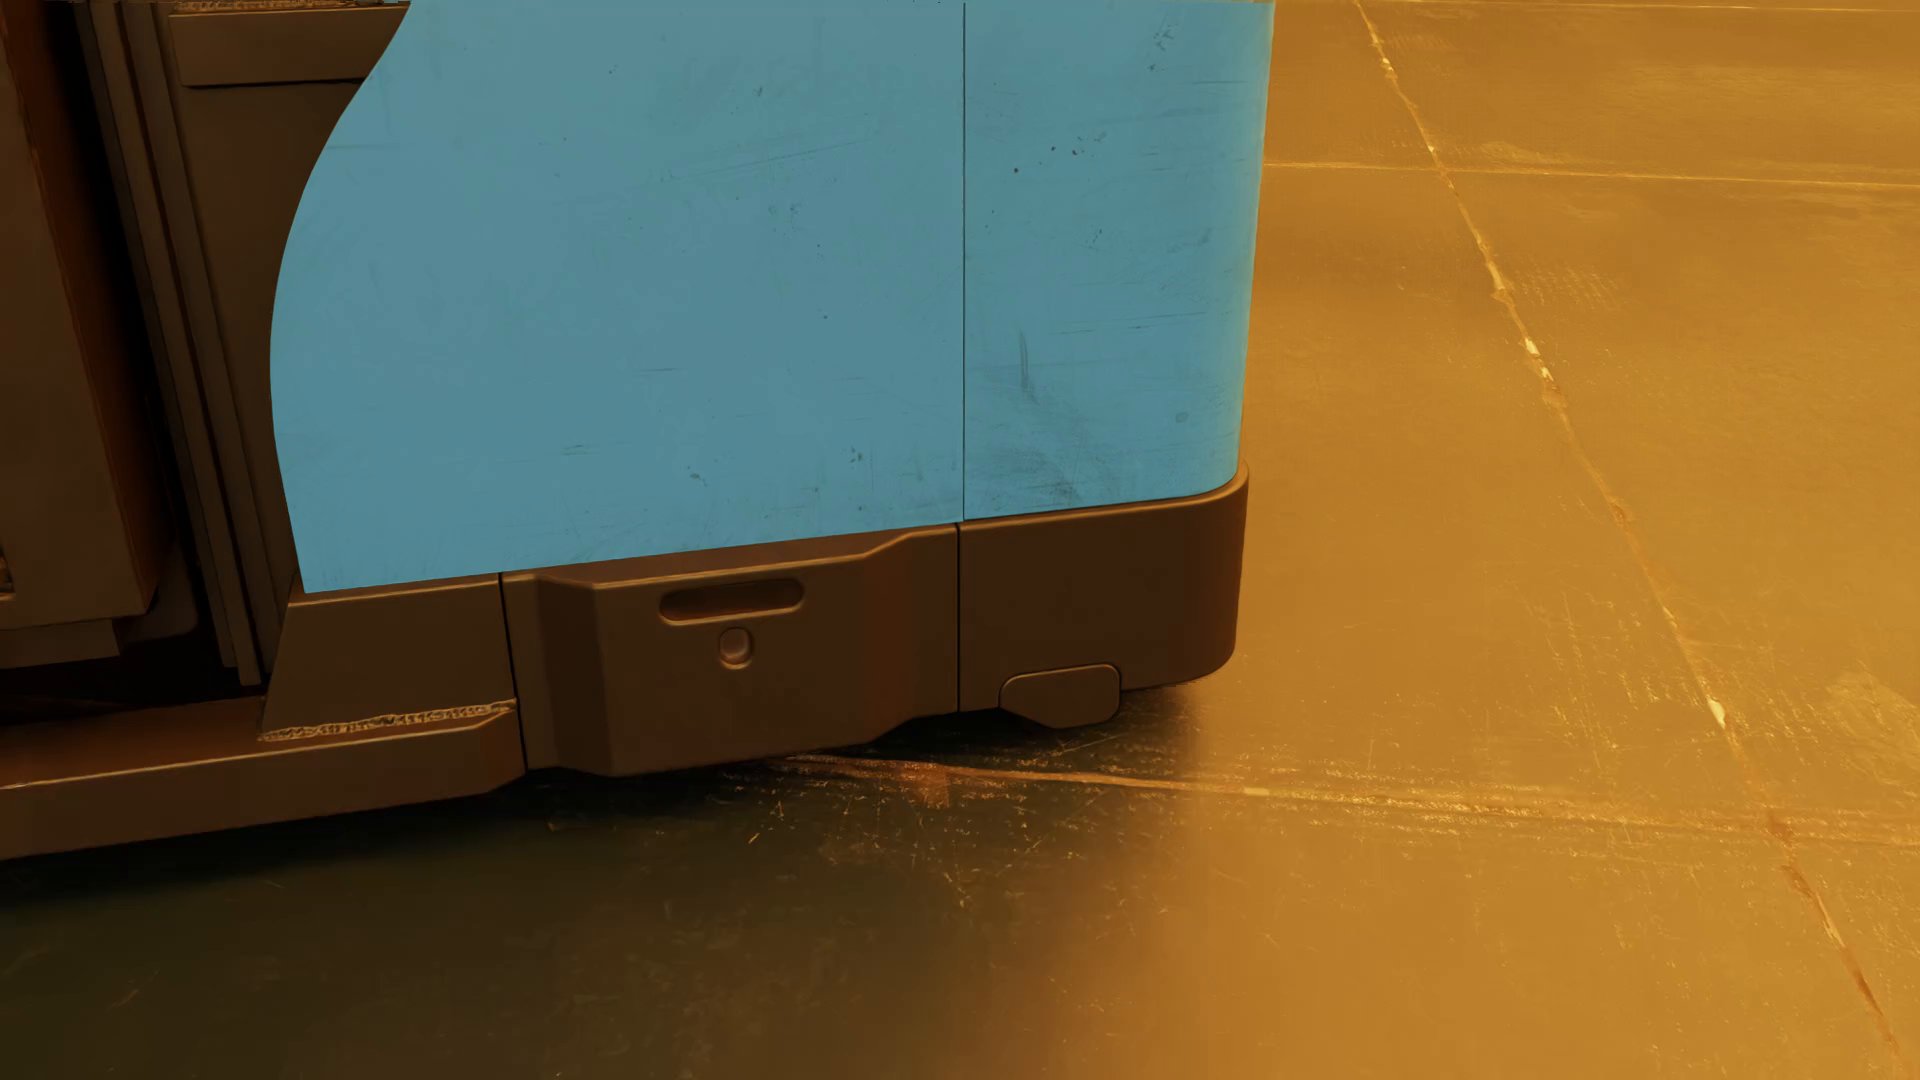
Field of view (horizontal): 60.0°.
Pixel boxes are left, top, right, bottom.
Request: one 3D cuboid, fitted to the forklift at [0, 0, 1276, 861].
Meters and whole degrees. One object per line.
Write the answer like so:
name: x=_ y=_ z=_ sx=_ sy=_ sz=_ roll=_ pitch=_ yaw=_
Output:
forklift: x=-1.231 y=-1.150 z=1.521 sx=3.031 sy=2.935 sz=1.130 roll=-6 pitch=27 yaw=-13
